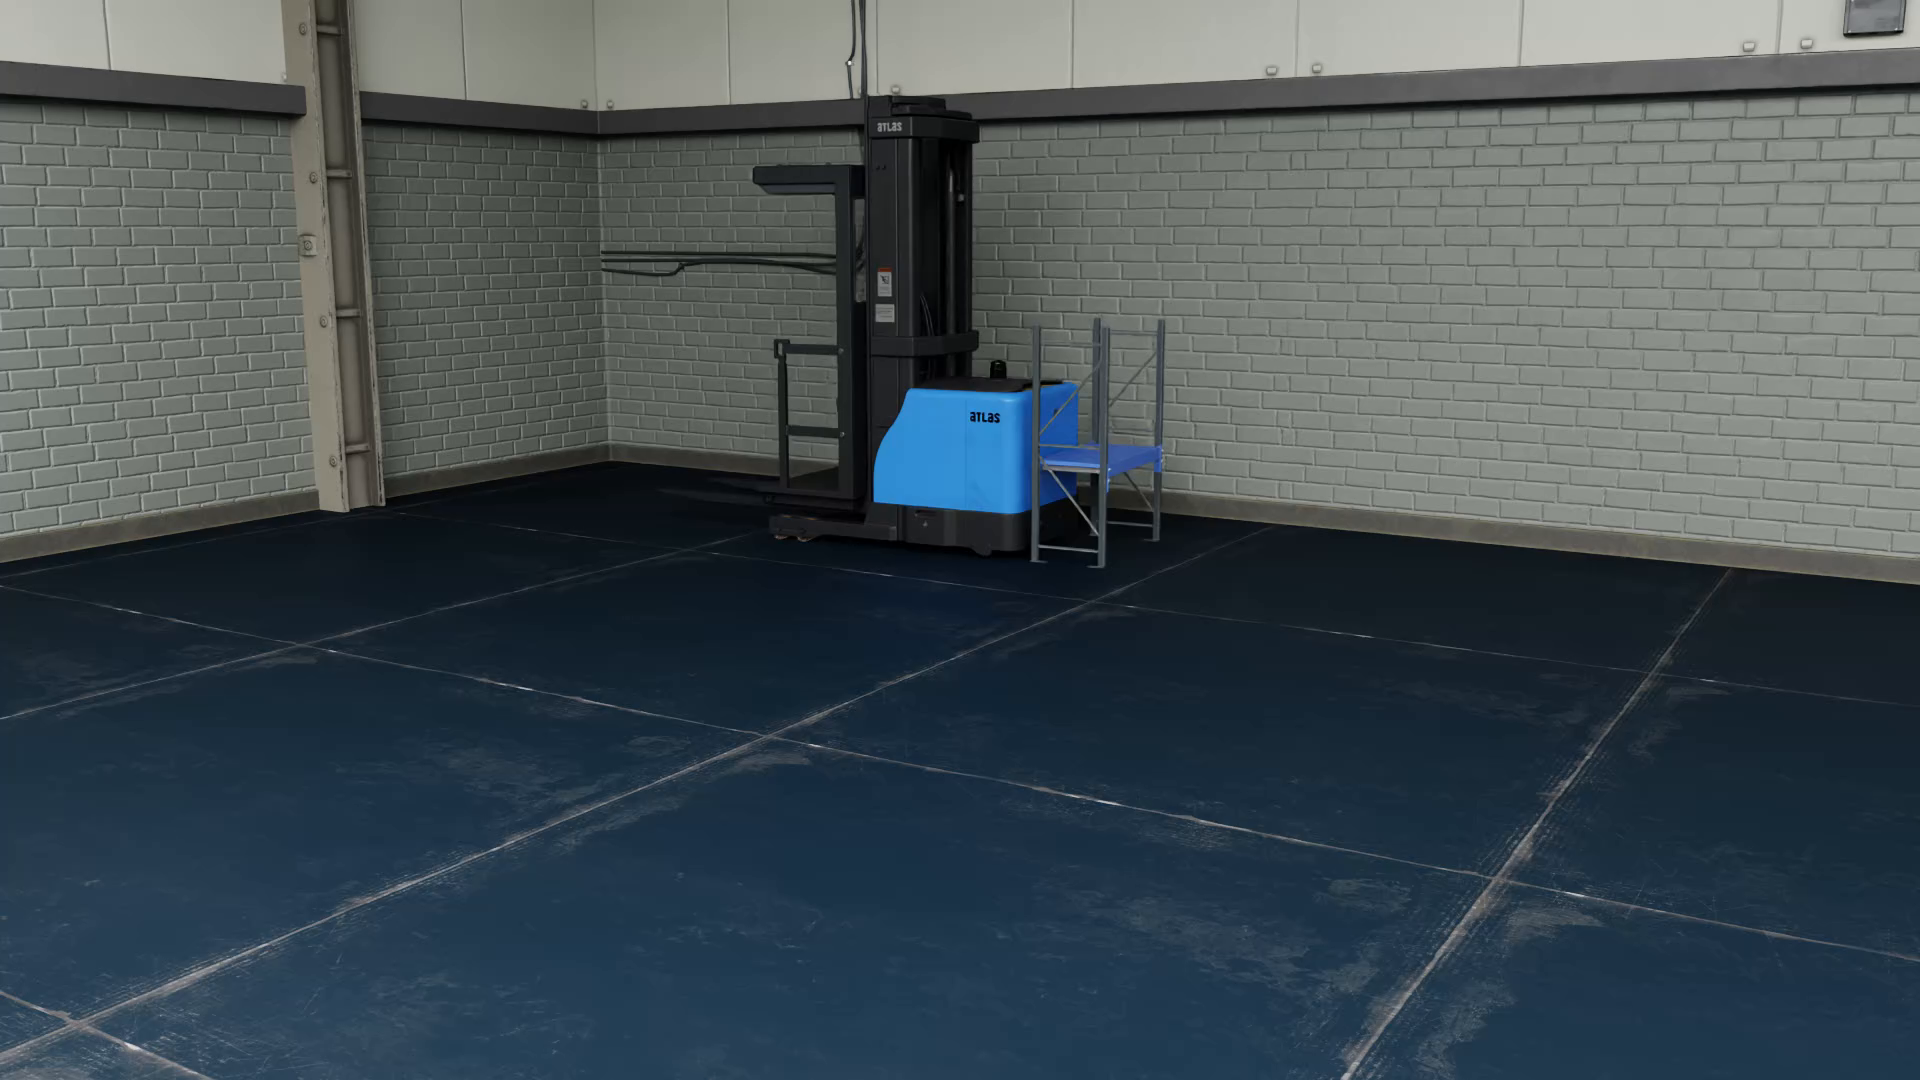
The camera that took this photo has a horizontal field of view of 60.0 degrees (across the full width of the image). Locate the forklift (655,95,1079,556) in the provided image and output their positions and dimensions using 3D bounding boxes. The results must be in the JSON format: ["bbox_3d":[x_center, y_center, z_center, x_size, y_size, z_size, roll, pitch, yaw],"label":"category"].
[{"bbox_3d":[-0.729,-1.507,11.453,3.031,2.935,1.130,6,12,28],"label":"forklift"}]

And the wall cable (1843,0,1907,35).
[{"bbox_3d":[6.115,-5.775,8.518,2.305,6.003,0.169,6,12,31],"label":"wall cable"}]

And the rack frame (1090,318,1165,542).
[{"bbox_3d":[1.133,-0.747,11.283,0.500,1.500,0.032,5,12,26],"label":"rack frame"}]

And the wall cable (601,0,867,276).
[{"bbox_3d":[-1.991,-3.486,13.974,3.097,2.526,0.112,6,12,31],"label":"wall cable"}]

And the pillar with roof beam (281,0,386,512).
[{"bbox_3d":[-0.971,-4.264,9.692,9.100,9.000,0.400,6,12,31],"label":"pillar with roof beam"}]

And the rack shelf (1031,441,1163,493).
[{"bbox_3d":[0.909,-0.486,10.868,0.538,0.185,1.000,5,12,26],"label":"rack shelf"}]

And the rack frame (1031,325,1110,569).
[{"bbox_3d":[0.685,-0.579,10.386,0.500,1.500,0.032,5,12,26],"label":"rack frame"}]

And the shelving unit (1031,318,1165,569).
[{"bbox_3d":[0.909,-0.663,10.835,0.538,1.500,1.048,5,12,26],"label":"shelving unit"}]
